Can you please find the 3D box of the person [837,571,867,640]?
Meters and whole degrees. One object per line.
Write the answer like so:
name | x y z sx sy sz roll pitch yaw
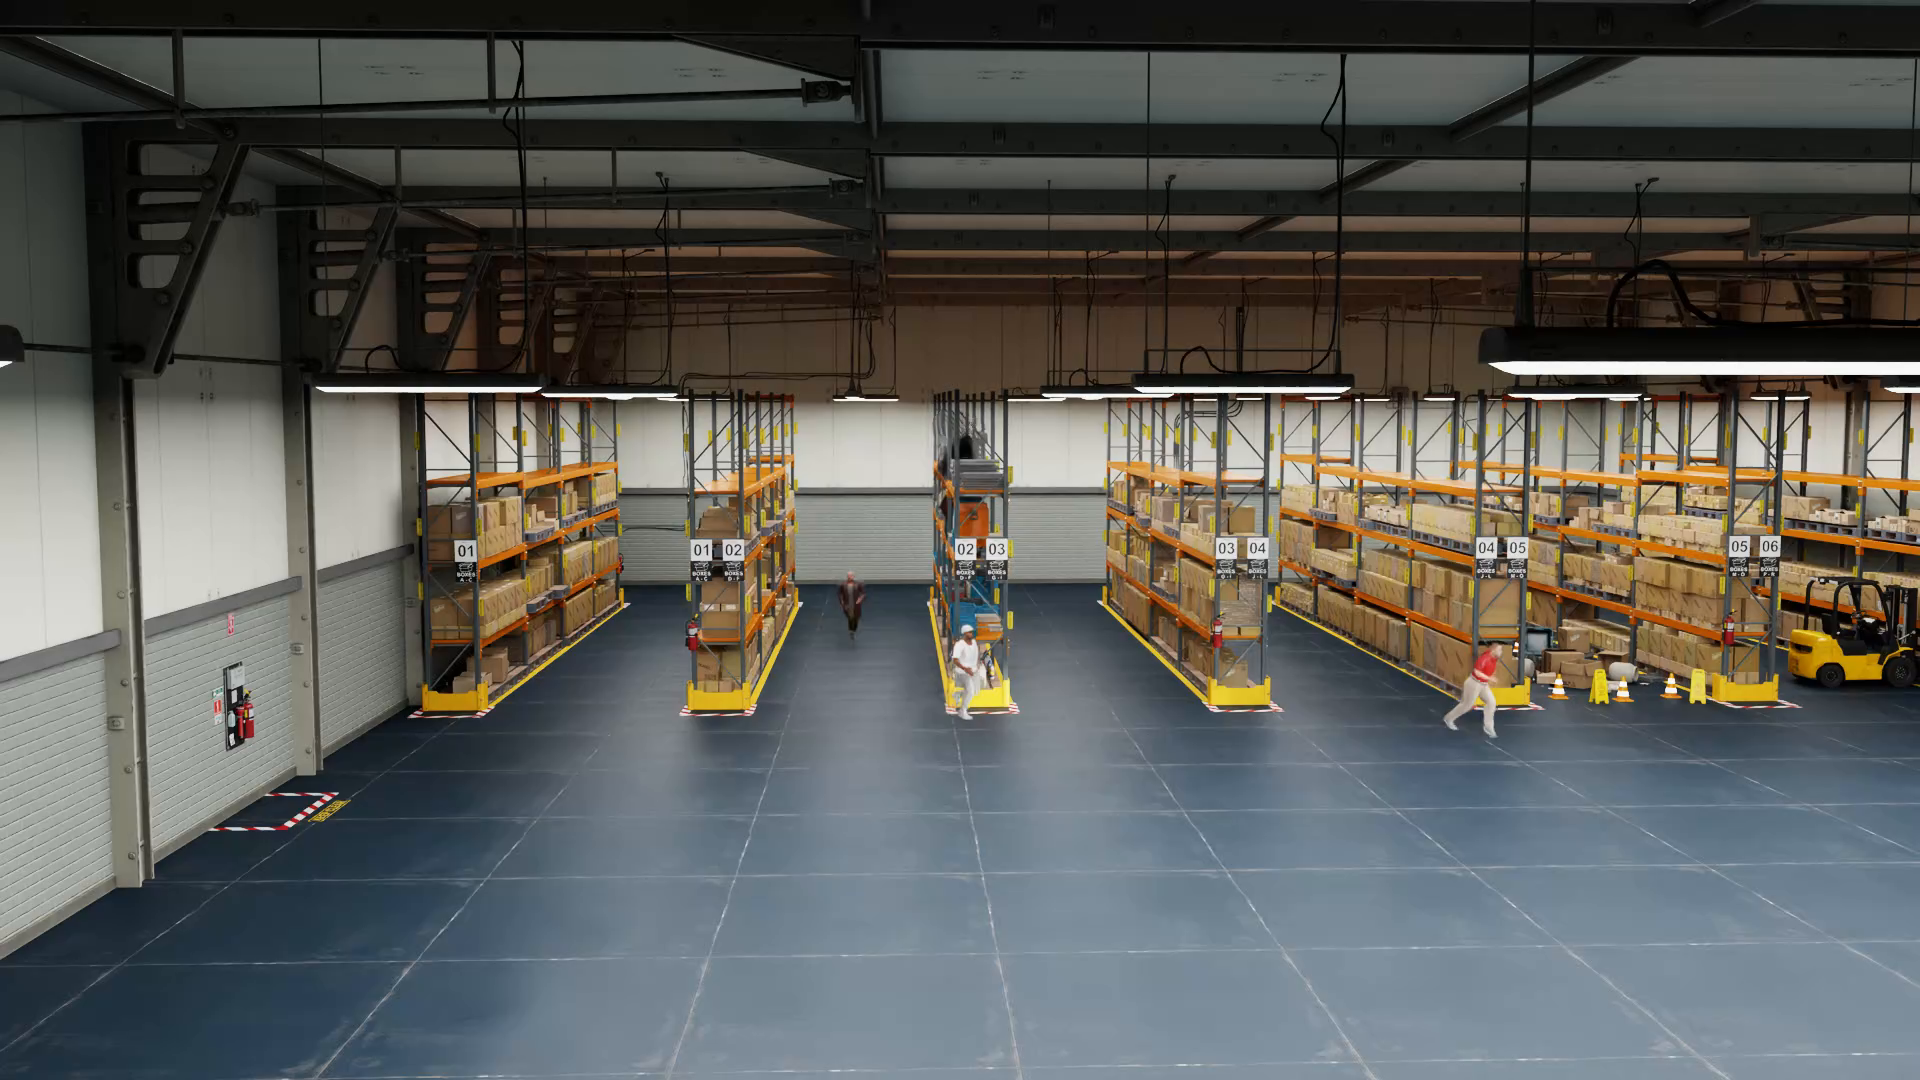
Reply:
person | -2.573 1.576 39.559 0.705 1.666 0.907 0 5 -1

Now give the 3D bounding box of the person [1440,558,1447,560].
person | 14.613 0.875 49.414 0.746 1.718 0.542 -1 5 -12

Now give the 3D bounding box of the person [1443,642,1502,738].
person | 8.900 2.584 28.846 1.009 1.697 0.707 4 6 38

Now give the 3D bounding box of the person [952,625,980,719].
person | 0.108 2.397 30.356 0.655 1.730 0.729 4 6 37
